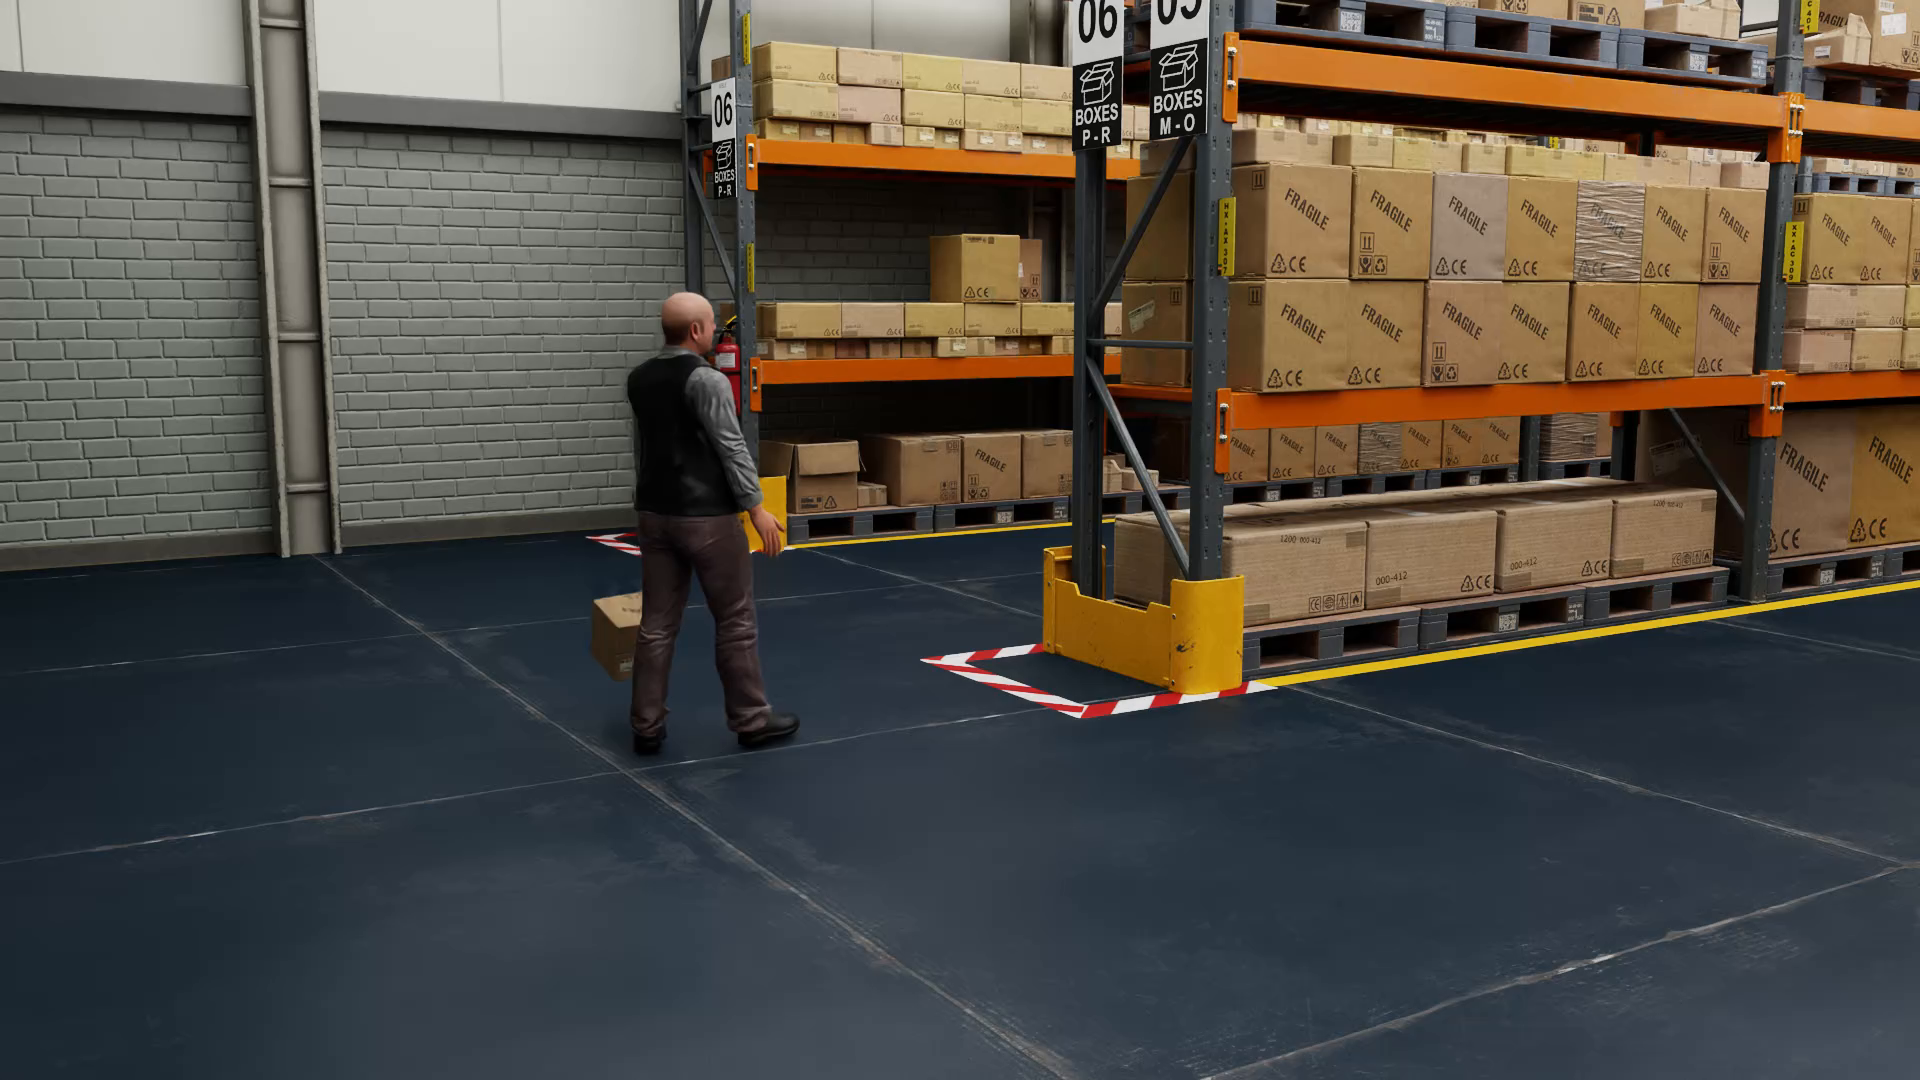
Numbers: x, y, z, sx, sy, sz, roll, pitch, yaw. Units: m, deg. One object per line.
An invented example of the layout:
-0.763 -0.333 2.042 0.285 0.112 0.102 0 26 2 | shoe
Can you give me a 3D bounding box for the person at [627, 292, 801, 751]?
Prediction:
-0.941 -0.072 6.311 0.669 1.718 0.611 6 10 37 | person
